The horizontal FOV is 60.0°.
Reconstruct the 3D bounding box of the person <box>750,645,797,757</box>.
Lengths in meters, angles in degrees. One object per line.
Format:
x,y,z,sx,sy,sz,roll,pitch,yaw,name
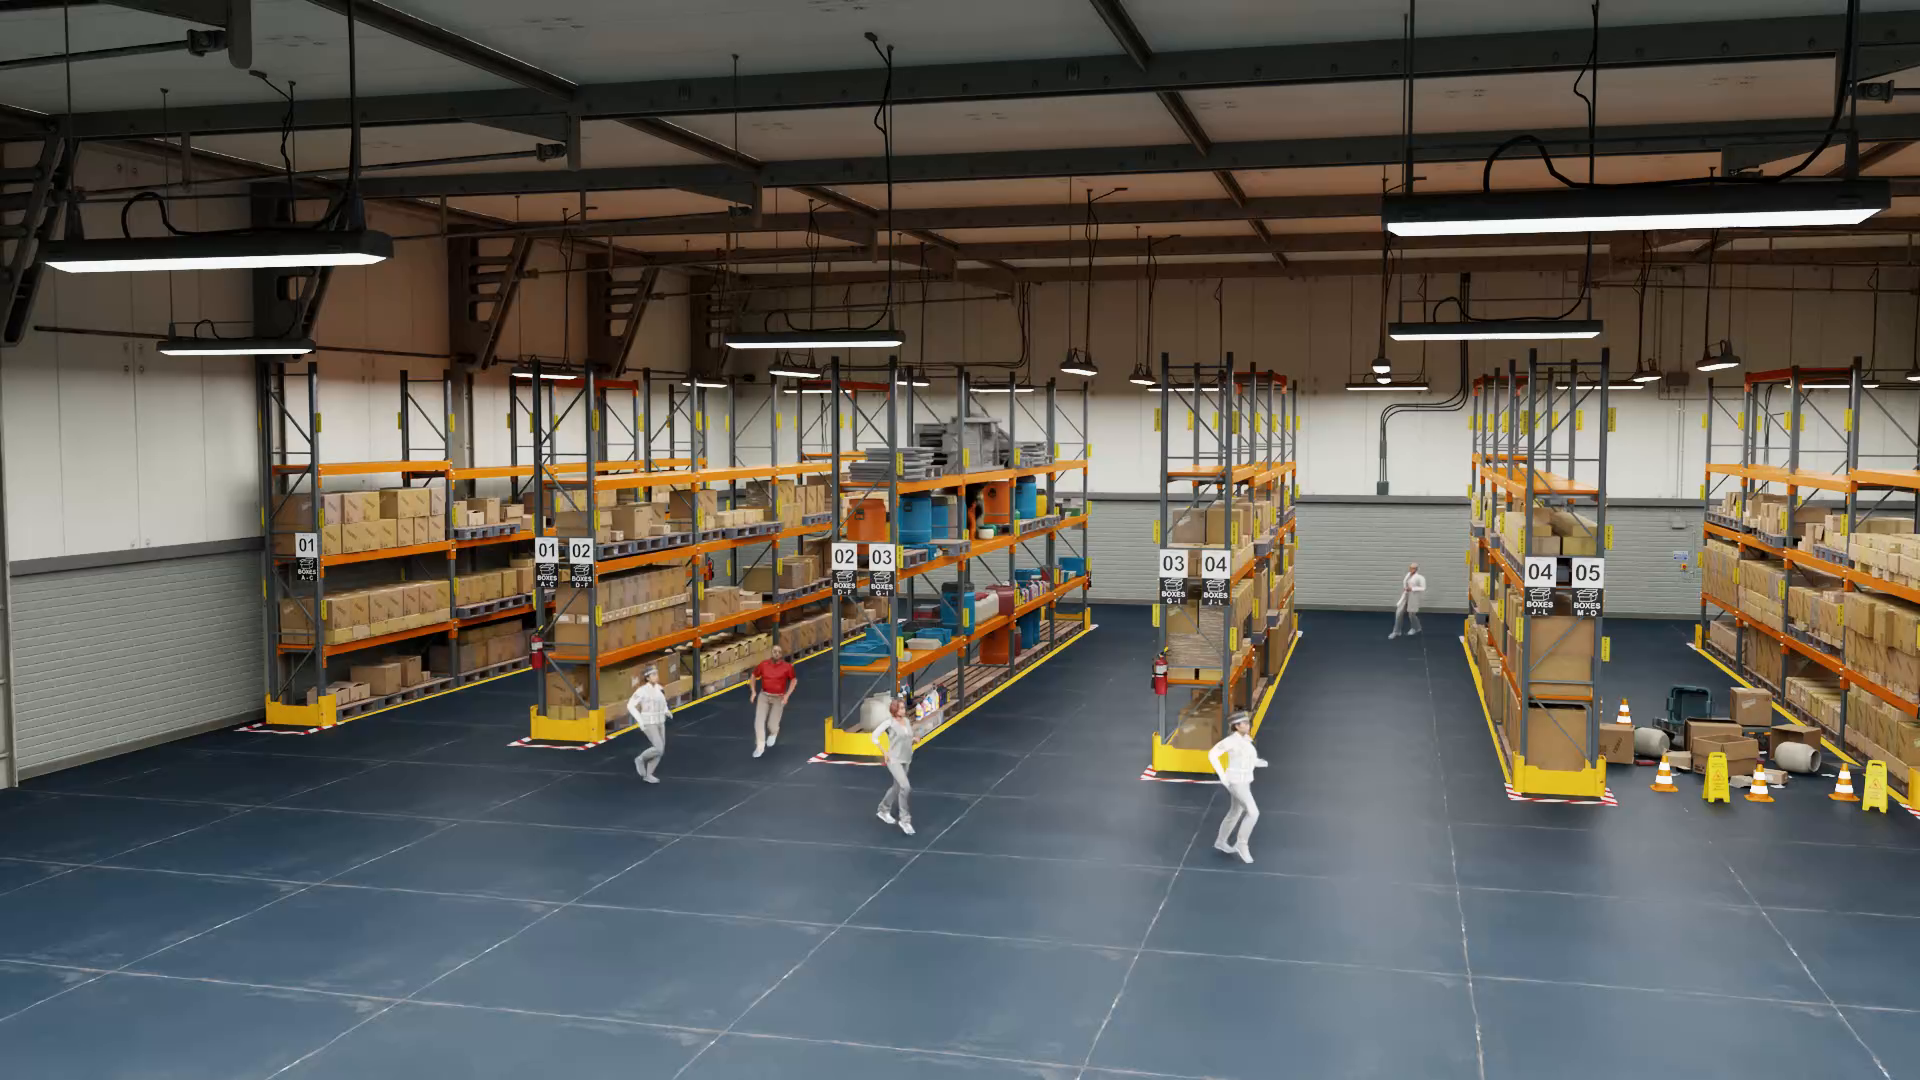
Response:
-2.828,2.415,25.175,0.704,1.680,0.583,0,4,3,person

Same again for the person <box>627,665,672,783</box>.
-4.239,2.553,23.080,0.540,1.656,0.608,3,5,33,person

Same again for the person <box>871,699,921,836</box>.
-0.767,2.760,20.382,0.686,1.640,0.520,3,5,37,person

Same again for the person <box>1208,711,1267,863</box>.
3.215,2.817,19.073,0.671,1.732,0.591,3,5,35,person

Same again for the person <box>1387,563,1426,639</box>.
10.525,1.417,38.615,0.959,1.777,0.749,-3,5,-38,person
